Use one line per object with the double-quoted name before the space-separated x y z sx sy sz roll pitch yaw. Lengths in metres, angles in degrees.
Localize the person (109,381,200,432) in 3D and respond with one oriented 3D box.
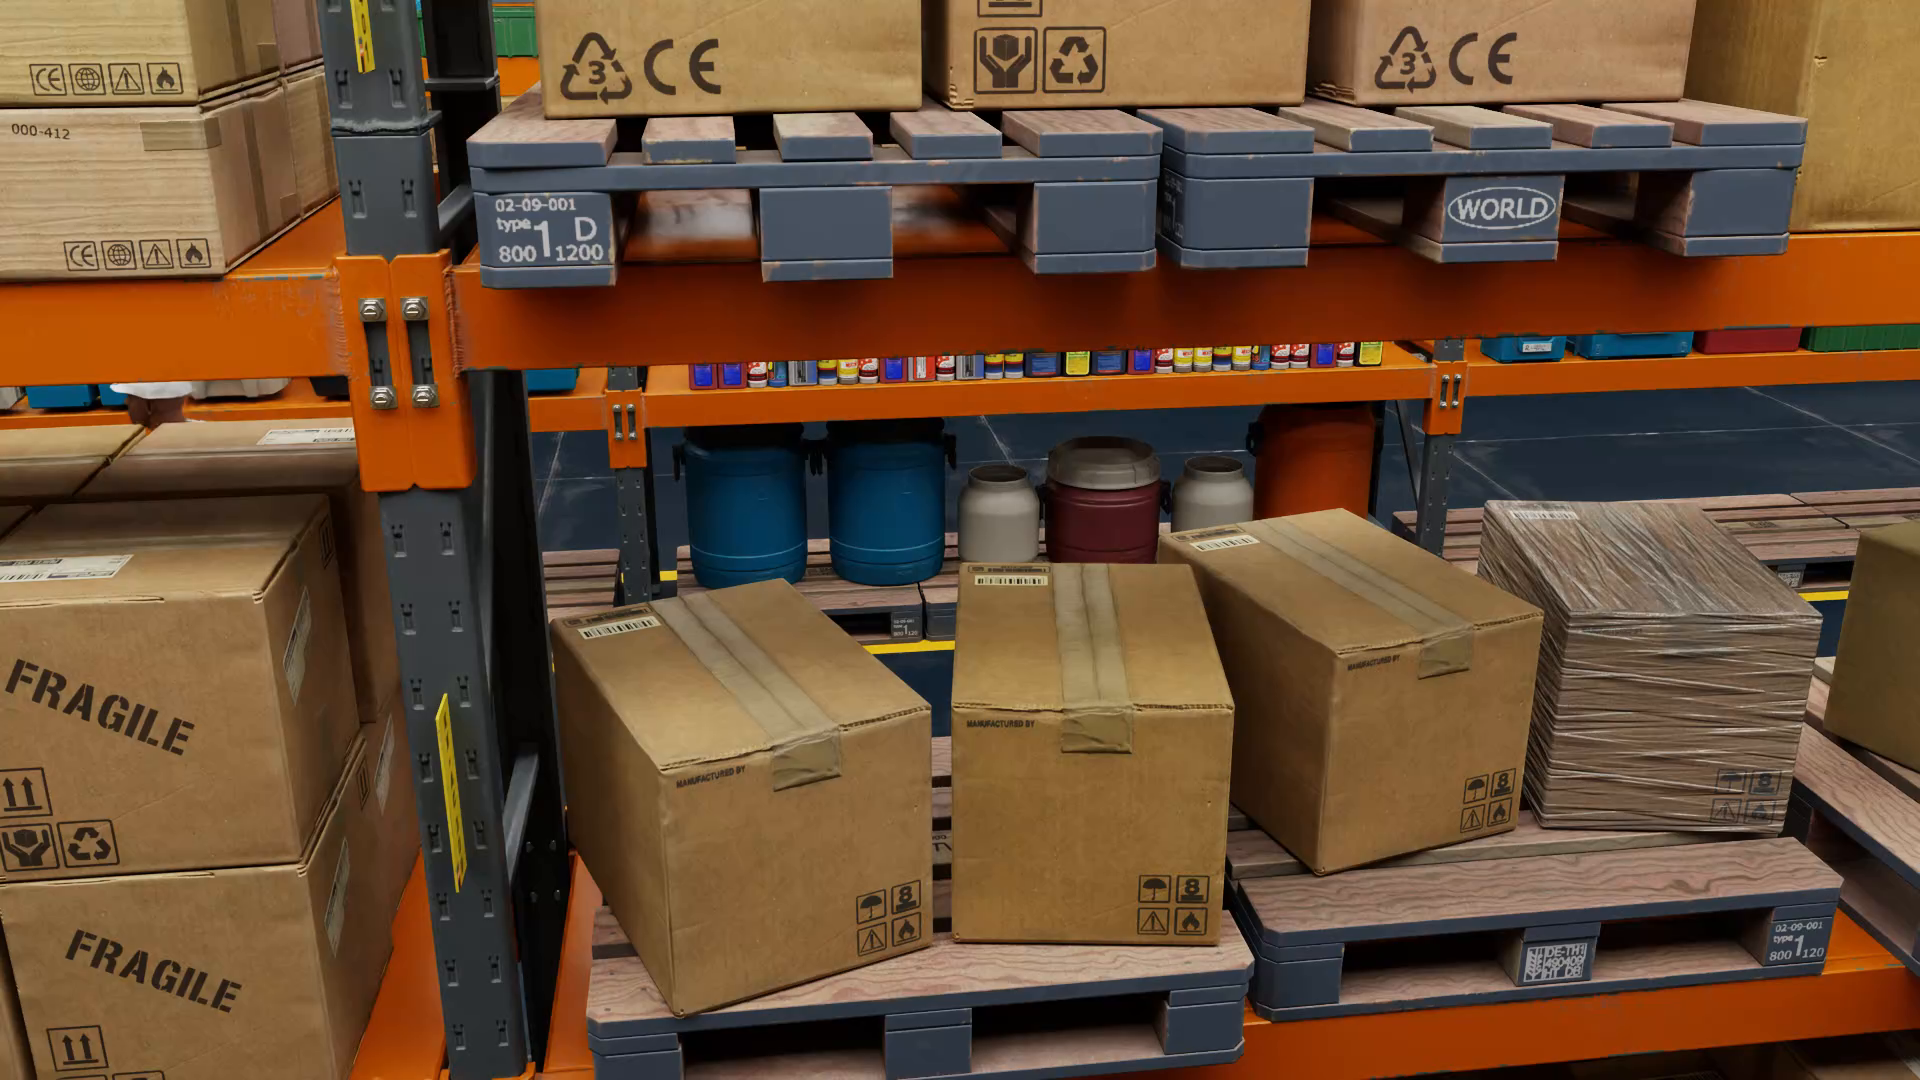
"person" -3.095 0.149 6.566 0.487 1.781 0.623 -3 20 -8
